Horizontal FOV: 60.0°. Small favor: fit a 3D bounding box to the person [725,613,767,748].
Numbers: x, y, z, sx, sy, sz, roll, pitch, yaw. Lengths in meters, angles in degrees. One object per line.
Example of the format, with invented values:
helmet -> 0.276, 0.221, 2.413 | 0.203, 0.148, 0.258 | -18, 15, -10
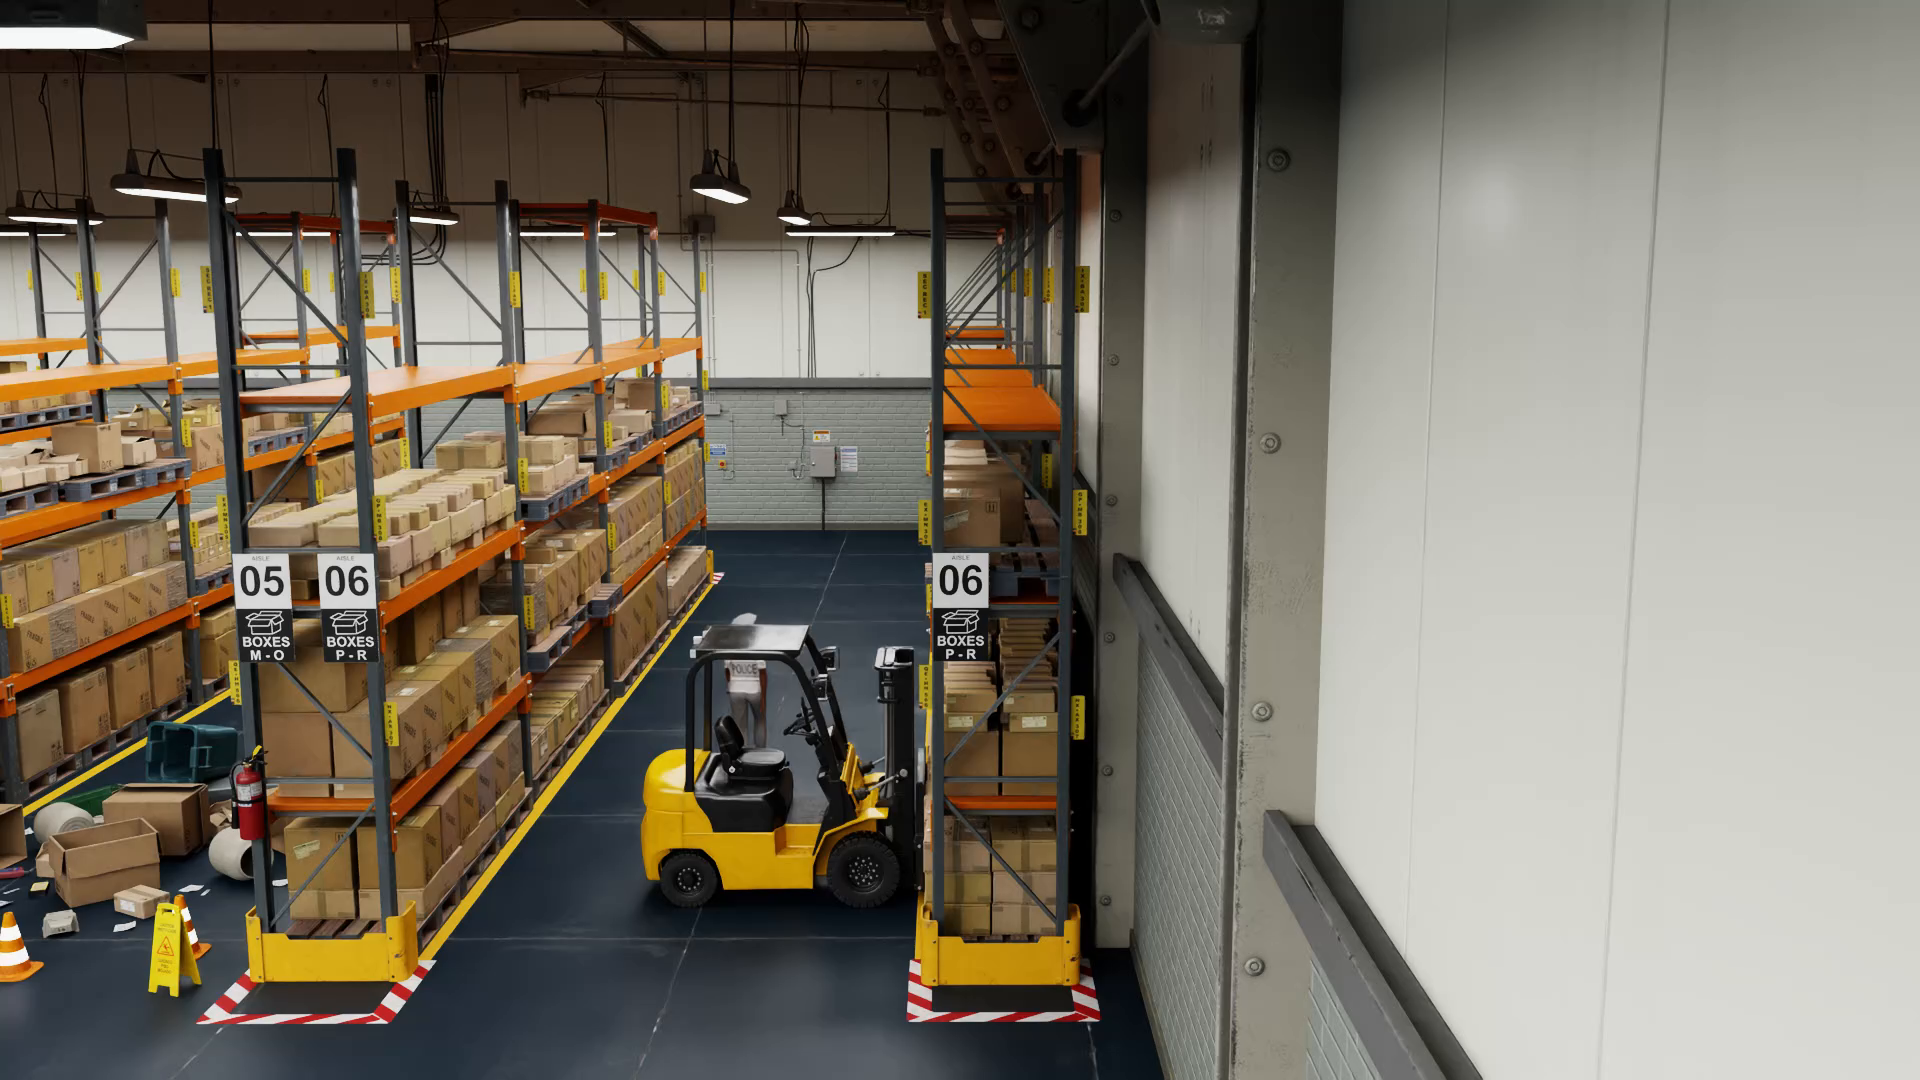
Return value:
person -> -2.207, 1.605, 17.193 | 0.437, 1.697, 0.738 | -1, 9, -6
